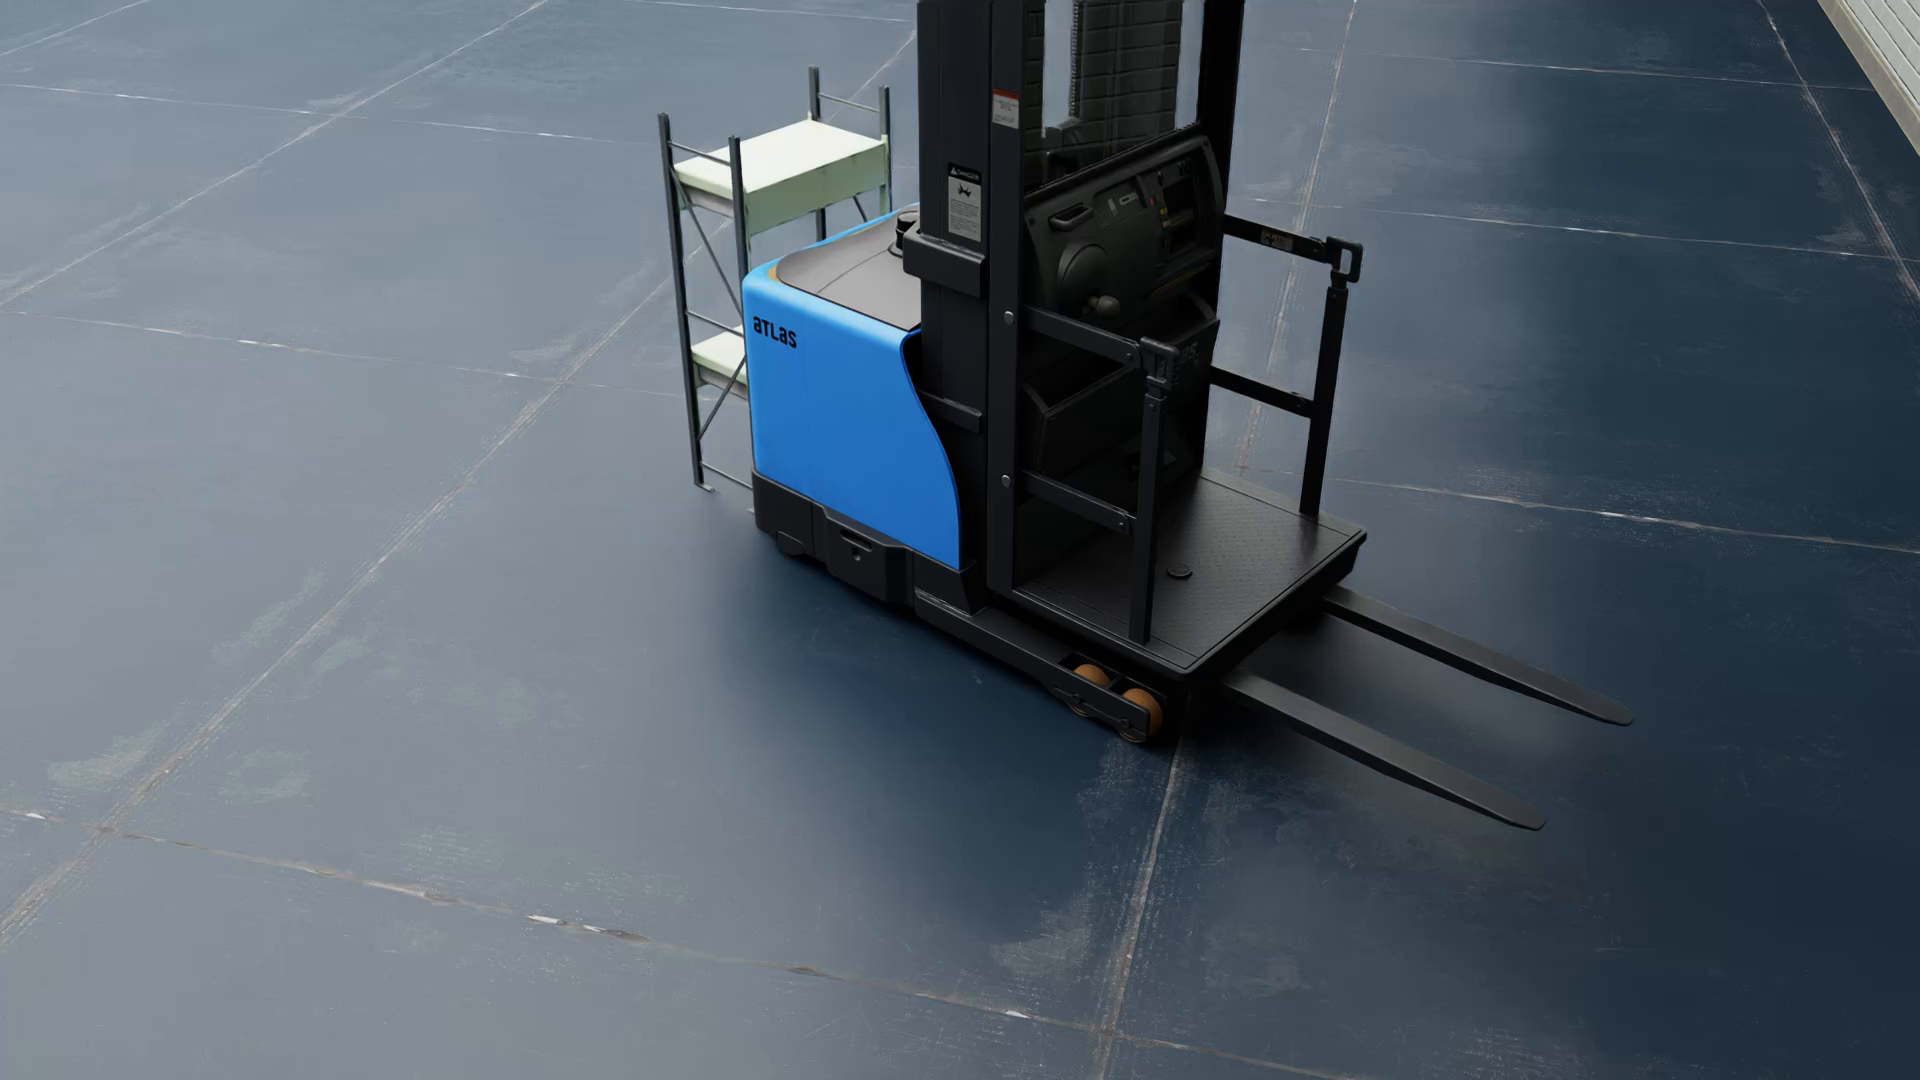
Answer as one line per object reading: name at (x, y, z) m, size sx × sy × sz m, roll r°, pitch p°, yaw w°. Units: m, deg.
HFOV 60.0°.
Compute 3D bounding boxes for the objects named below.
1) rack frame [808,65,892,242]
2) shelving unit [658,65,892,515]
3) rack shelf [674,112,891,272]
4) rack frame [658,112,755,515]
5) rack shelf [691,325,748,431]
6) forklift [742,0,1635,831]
rack frame at (-0.414, -1.082, 6.555) m, size 0.400 × 1.500 × 0.023 m, roll 25°, pitch 40°, yaw 34°
shelving unit at (-0.655, -0.935, 6.322) m, size 0.431 × 1.500 × 0.755 m, roll 25°, pitch 40°, yaw 34°
rack shelf at (-0.655, -1.264, 6.113) m, size 0.431 × 0.370 × 0.720 m, roll 25°, pitch 40°, yaw 34°
rack frame at (-0.897, -0.787, 6.090) m, size 0.400 × 1.500 × 0.023 m, roll 25°, pitch 40°, yaw 34°
rack shelf at (-0.655, -0.660, 6.497) m, size 0.431 × 0.370 × 0.720 m, roll 25°, pitch 40°, yaw 34°
forklift at (0.674, -0.919, 4.964) m, size 3.031 × 2.935 × 1.130 m, roll 25°, pitch 40°, yaw 34°
